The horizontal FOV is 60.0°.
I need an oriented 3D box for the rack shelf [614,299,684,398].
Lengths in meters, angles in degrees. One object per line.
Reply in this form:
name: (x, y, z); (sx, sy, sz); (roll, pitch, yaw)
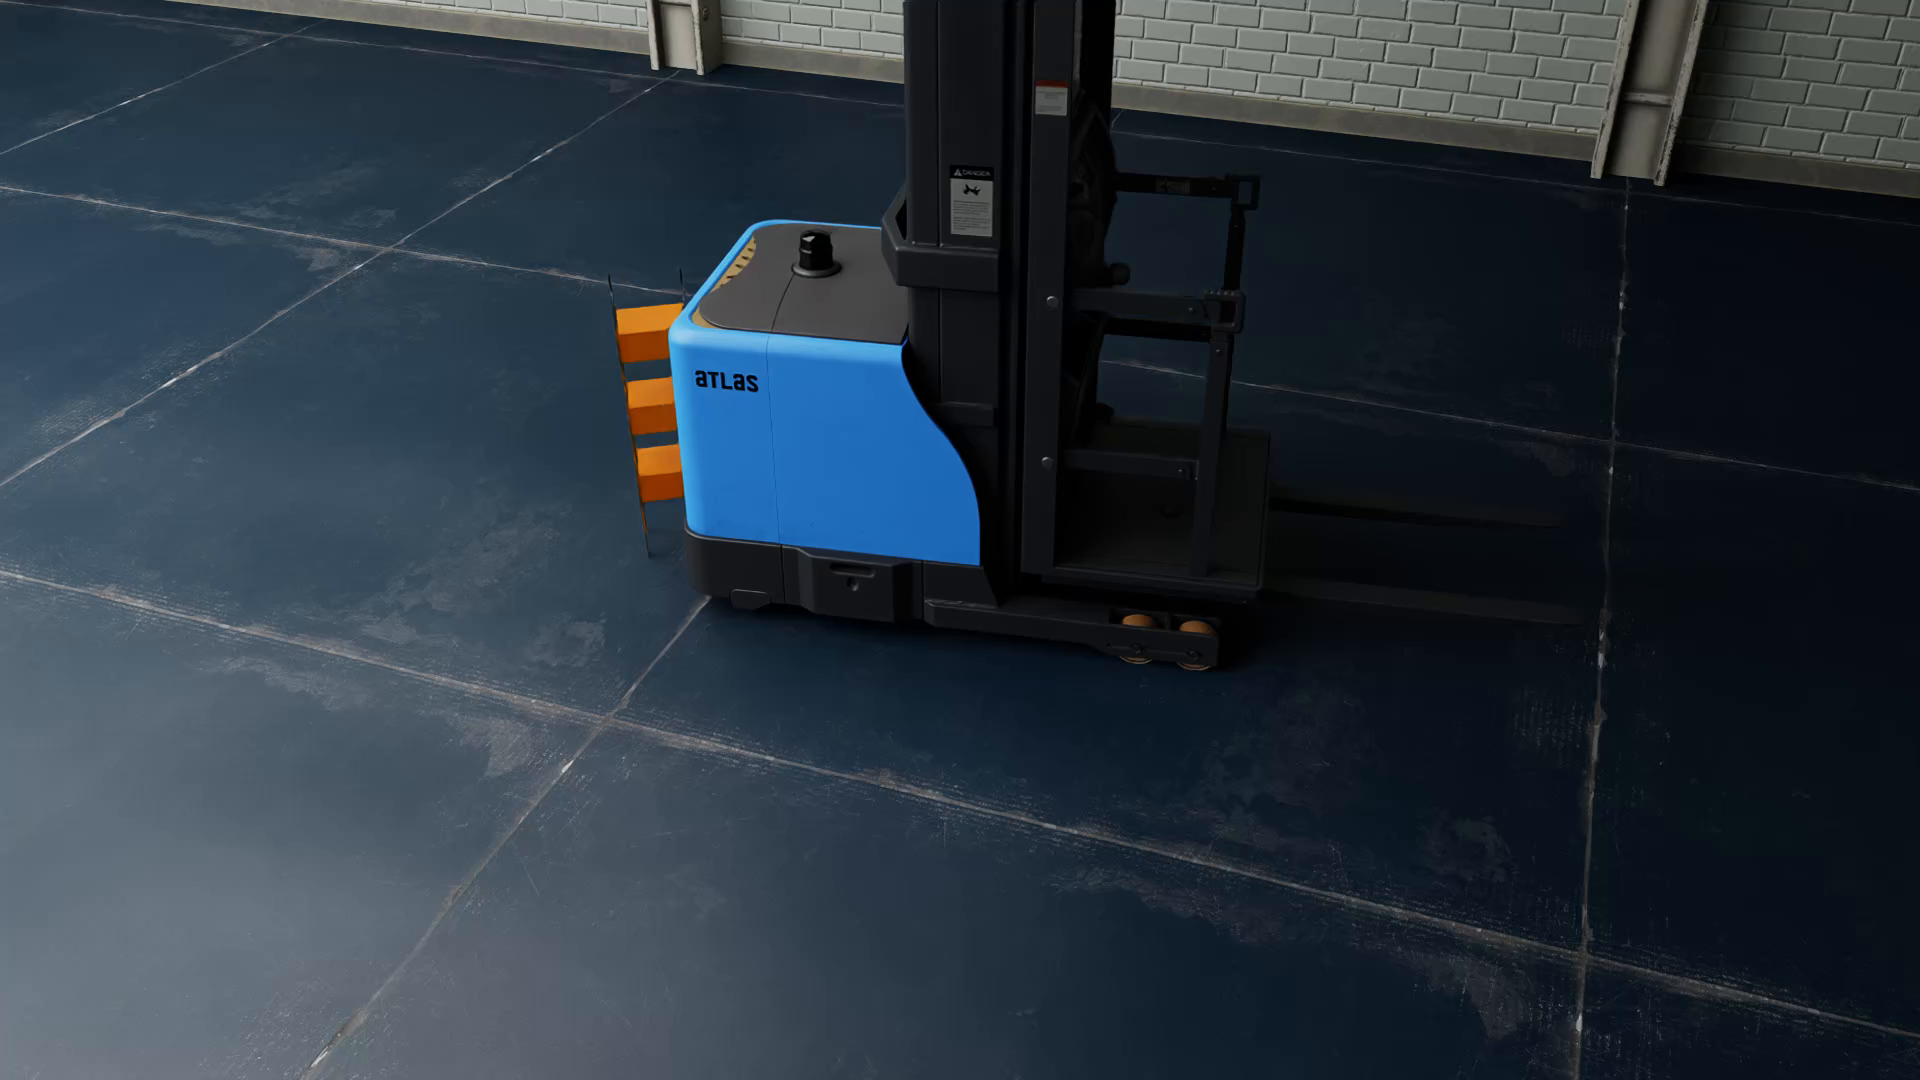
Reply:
rack shelf: (-1.069, -0.674, 5.817); (0.240, 0.259, 0.215); (-7, 34, -9)

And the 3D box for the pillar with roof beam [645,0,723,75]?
pillar with roof beam: (-3.282, -4.780, 5.357); (0.400, 9.000, 9.100); (11, 34, 16)

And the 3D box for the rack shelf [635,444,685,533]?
rack shelf: (-1.058, -0.203, 6.124); (0.240, 0.259, 0.215); (-7, 34, -9)

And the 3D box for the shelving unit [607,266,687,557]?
shelving unit: (-1.064, -0.445, 5.966); (0.252, 1.050, 0.215); (-7, 34, -9)

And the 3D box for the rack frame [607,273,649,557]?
rack frame: (-1.183, -0.429, 5.947); (0.008, 1.050, 0.200); (-7, 34, -9)

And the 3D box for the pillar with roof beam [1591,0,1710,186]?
pillar with roof beam: (2.366, -3.682, 3.656); (0.400, 9.000, 9.100); (11, 34, 16)

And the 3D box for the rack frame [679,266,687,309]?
rack frame: (-0.945, -0.460, 5.986); (0.008, 1.050, 0.200); (-7, 34, -9)

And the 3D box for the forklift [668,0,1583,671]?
forklift: (0.610, -1.107, 5.263); (3.031, 2.935, 1.130); (6, 33, 9)

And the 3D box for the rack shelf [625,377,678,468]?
rack shelf: (-1.064, -0.436, 5.972); (0.240, 0.259, 0.215); (-7, 34, -9)
